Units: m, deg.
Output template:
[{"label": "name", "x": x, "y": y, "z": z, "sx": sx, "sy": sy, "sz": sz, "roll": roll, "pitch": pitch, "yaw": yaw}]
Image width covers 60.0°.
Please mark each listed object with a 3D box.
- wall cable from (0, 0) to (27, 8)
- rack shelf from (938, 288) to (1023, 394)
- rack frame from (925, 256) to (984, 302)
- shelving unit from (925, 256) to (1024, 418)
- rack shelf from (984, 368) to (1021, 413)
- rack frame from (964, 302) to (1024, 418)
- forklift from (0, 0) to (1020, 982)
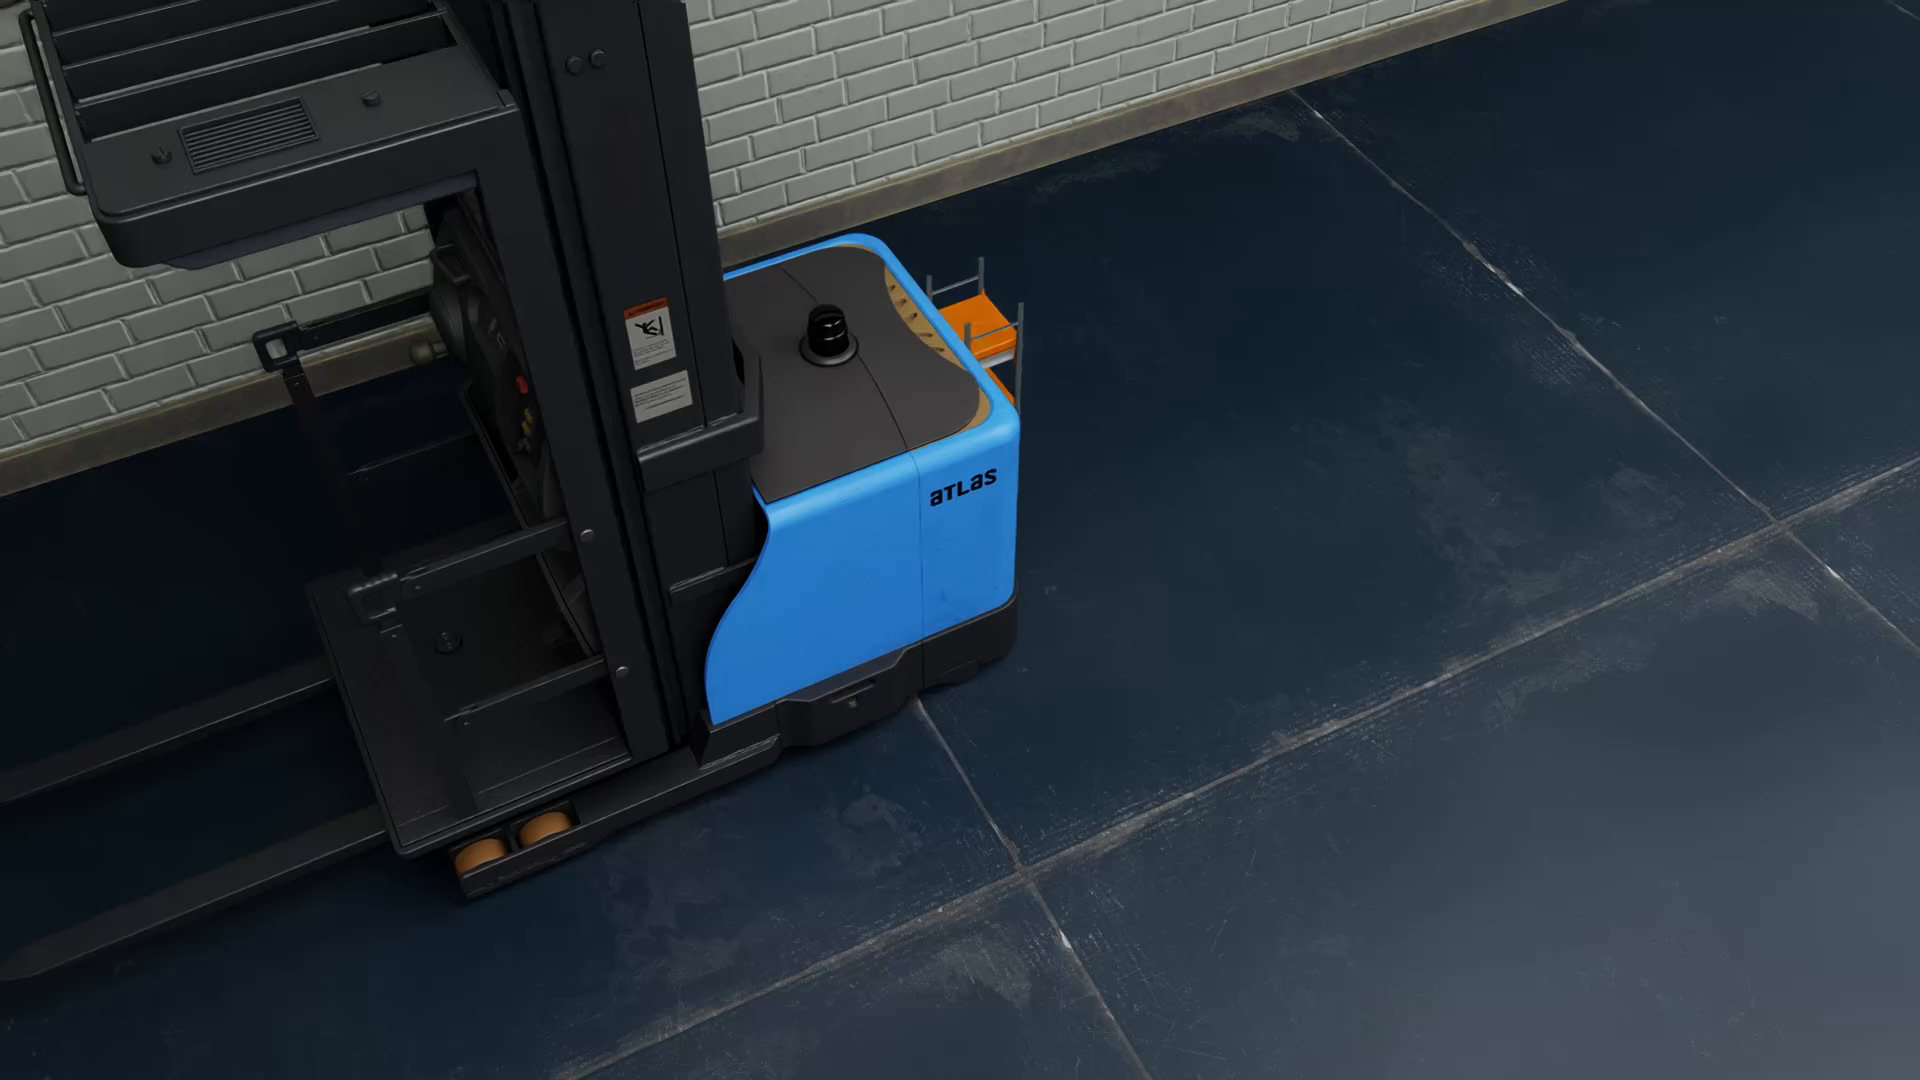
[{"label": "wall cable", "x": -3.801, "y": -1.921, "z": 3.515, "sx": 3.097, "sy": 2.526, "sz": 0.112, "roll": -21, "pitch": 52, "yaw": -18}, {"label": "rack shelf", "x": 0.043, "y": -0.589, "z": 5.205, "sx": 0.215, "sy": 0.259, "sz": 0.240, "roll": -22, "pitch": 53, "yaw": -18}, {"label": "rack frame", "x": -0.016, "y": -0.490, "z": 5.481, "sx": 0.200, "sy": 1.050, "sz": 0.008, "roll": -22, "pitch": 53, "yaw": -18}, {"label": "shelving unit", "x": 0.043, "y": -0.409, "z": 5.410, "sx": 0.215, "sy": 1.050, "sz": 0.252, "roll": -22, "pitch": 53, "yaw": -18}, {"label": "rack shelf", "x": 0.043, "y": -0.402, "z": 5.418, "sx": 0.215, "sy": 0.259, "sz": 0.240, "roll": -22, "pitch": 53, "yaw": -18}, {"label": "rack frame", "x": 0.102, "y": -0.329, "z": 5.340, "sx": 0.200, "sy": 1.050, "sz": 0.008, "roll": -22, "pitch": 53, "yaw": -18}, {"label": "forklift", "x": -1.363, "y": -0.397, "z": 4.150, "sx": 3.031, "sy": 2.935, "sz": 1.130, "roll": -22, "pitch": 52, "yaw": -18}]
